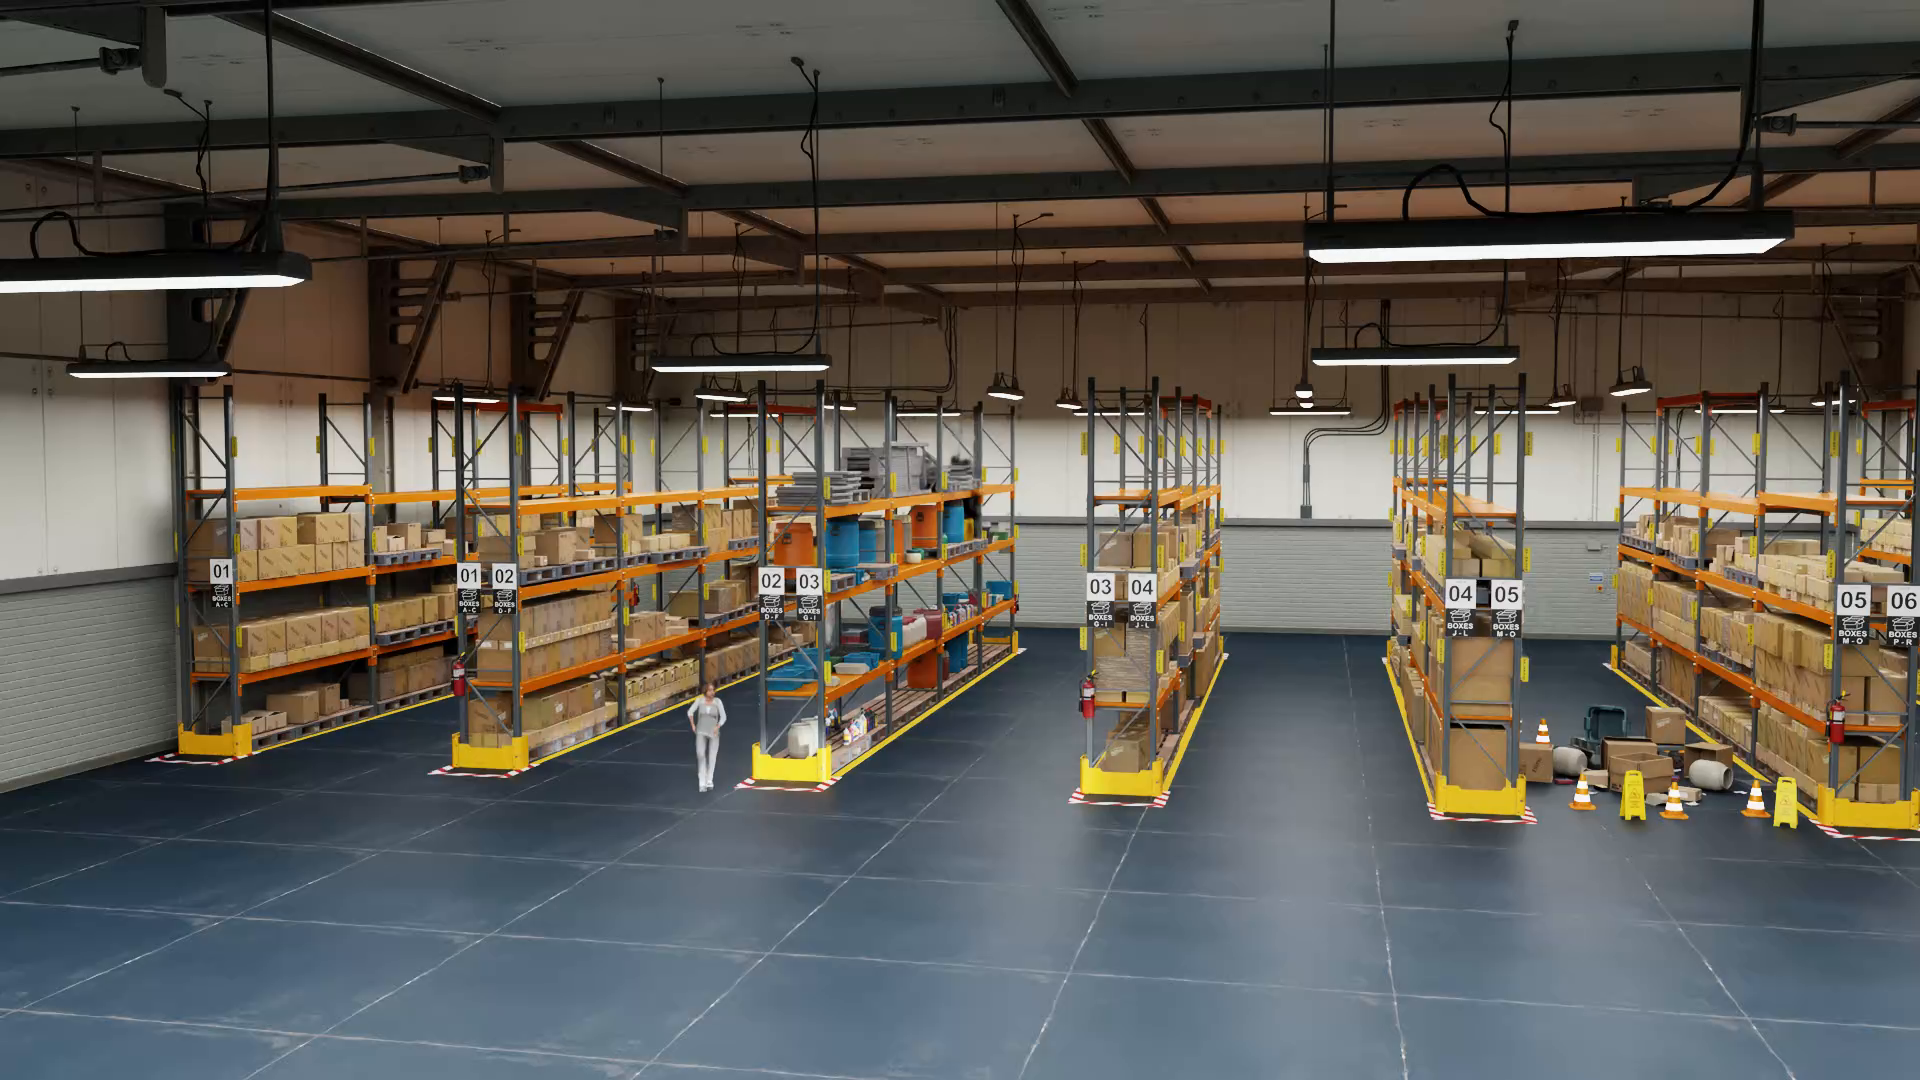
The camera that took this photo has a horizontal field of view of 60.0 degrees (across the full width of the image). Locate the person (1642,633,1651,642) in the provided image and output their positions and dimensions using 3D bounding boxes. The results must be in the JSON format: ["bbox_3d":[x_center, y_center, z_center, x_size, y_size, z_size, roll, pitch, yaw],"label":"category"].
[{"bbox_3d":[16.107,2.014,38.670,0.807,1.771,0.679,-3,4,-44],"label":"person"}]

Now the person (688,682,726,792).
[{"bbox_3d":[-3.673,2.855,24.195,0.549,1.579,0.612,-1,3,-11],"label":"person"}]

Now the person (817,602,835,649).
[{"bbox_3d":[-2.901,1.901,35.734,0.512,1.752,0.755,0,3,7],"label":"person"}]
